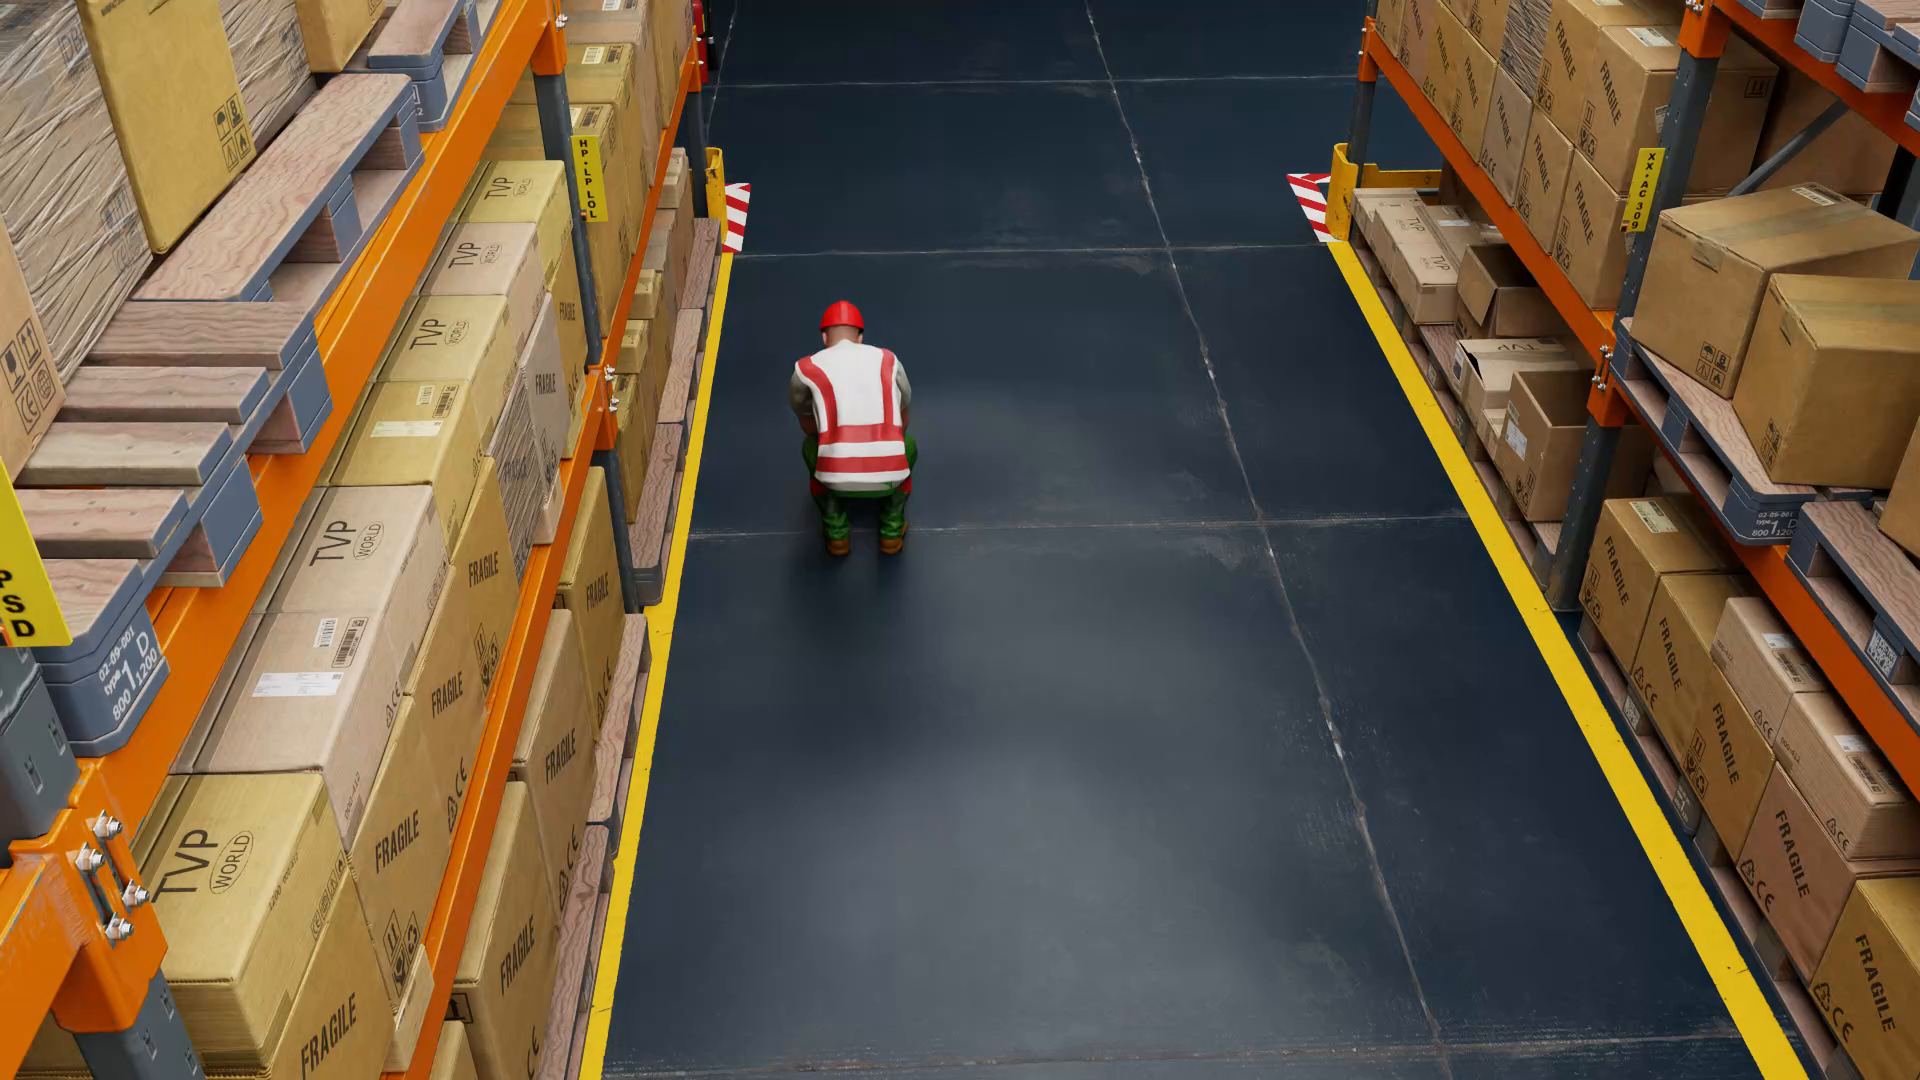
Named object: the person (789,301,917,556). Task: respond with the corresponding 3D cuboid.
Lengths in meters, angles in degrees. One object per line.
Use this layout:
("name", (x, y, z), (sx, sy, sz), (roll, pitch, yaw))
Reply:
("person", (-0.480, -0.486, 7.509), (0.573, 1.006, 0.884), (-2, 35, -2))
